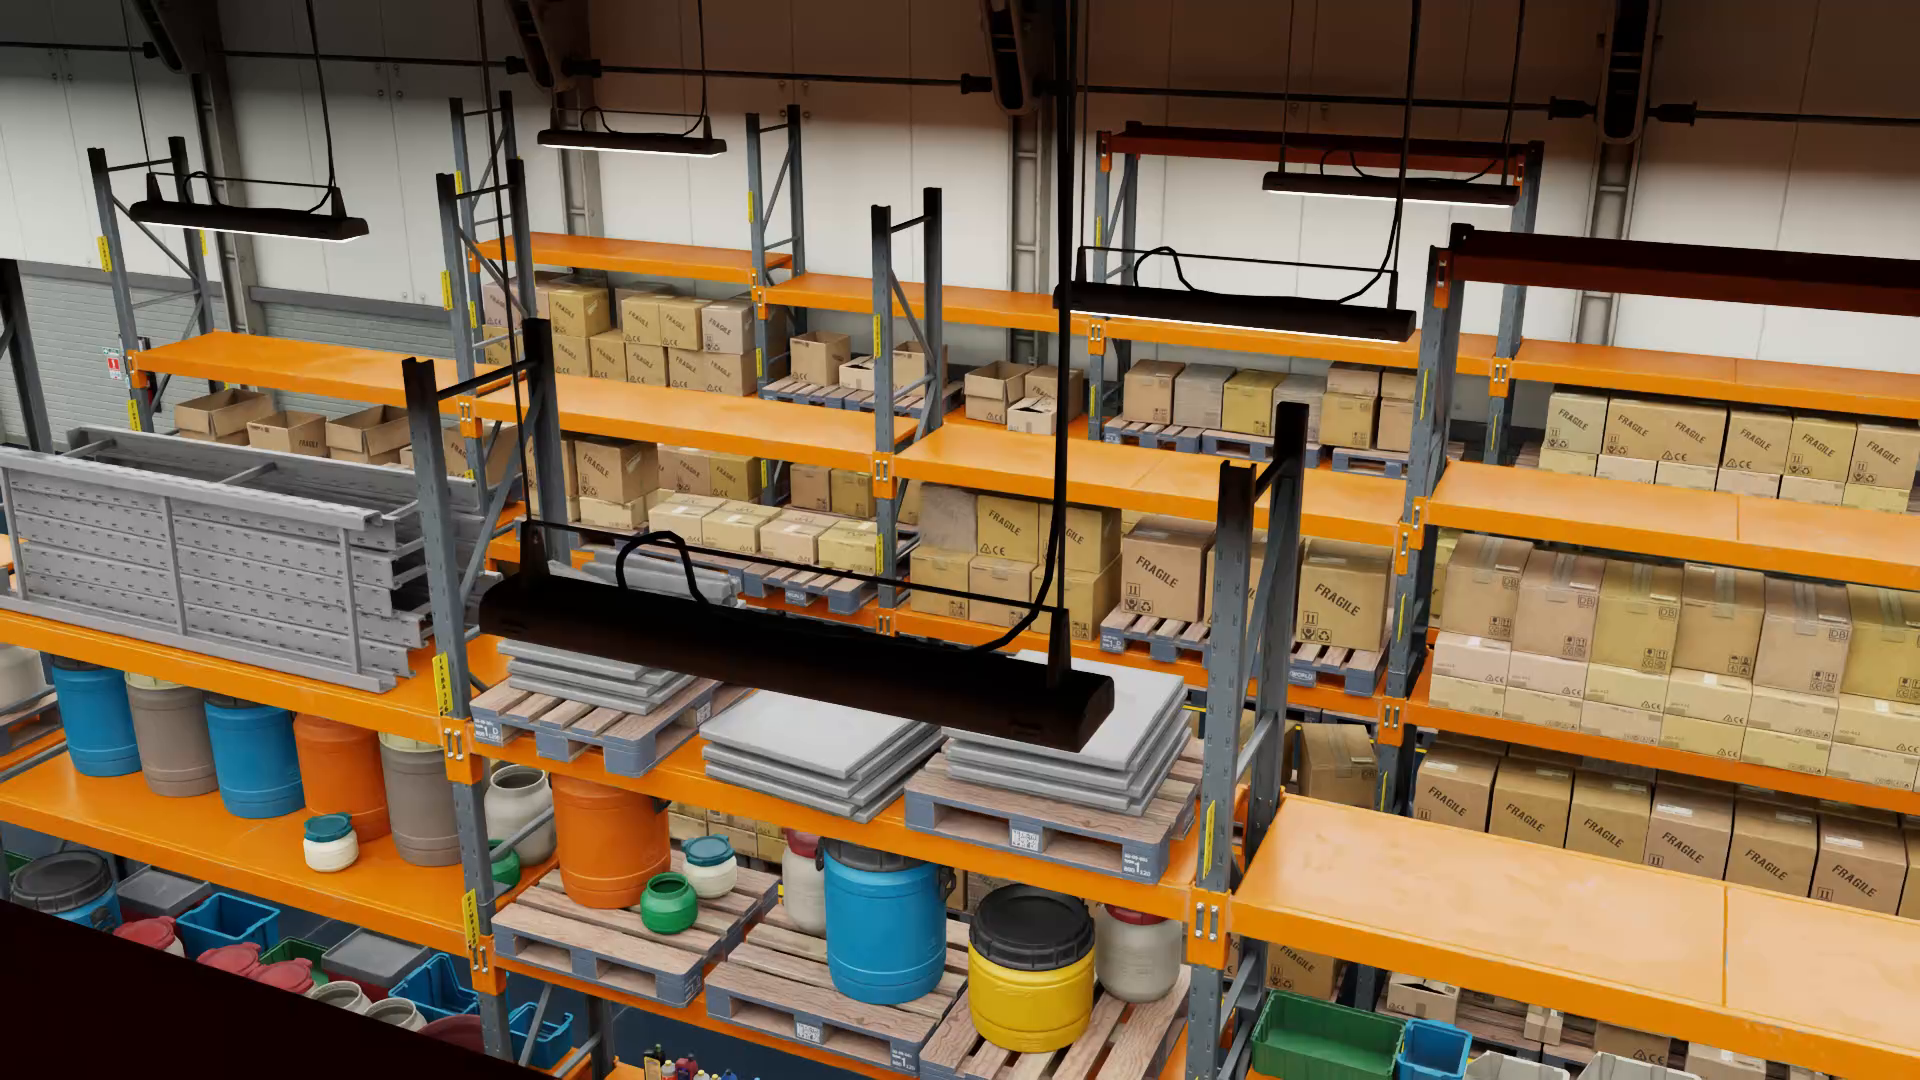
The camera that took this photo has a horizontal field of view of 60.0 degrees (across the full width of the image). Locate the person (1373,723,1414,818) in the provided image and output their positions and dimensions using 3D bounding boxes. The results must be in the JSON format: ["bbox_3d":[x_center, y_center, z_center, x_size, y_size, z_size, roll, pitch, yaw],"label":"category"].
[{"bbox_3d":[3.873,2.056,14.959,0.868,1.549,0.419,6,21,15],"label":"person"}]
